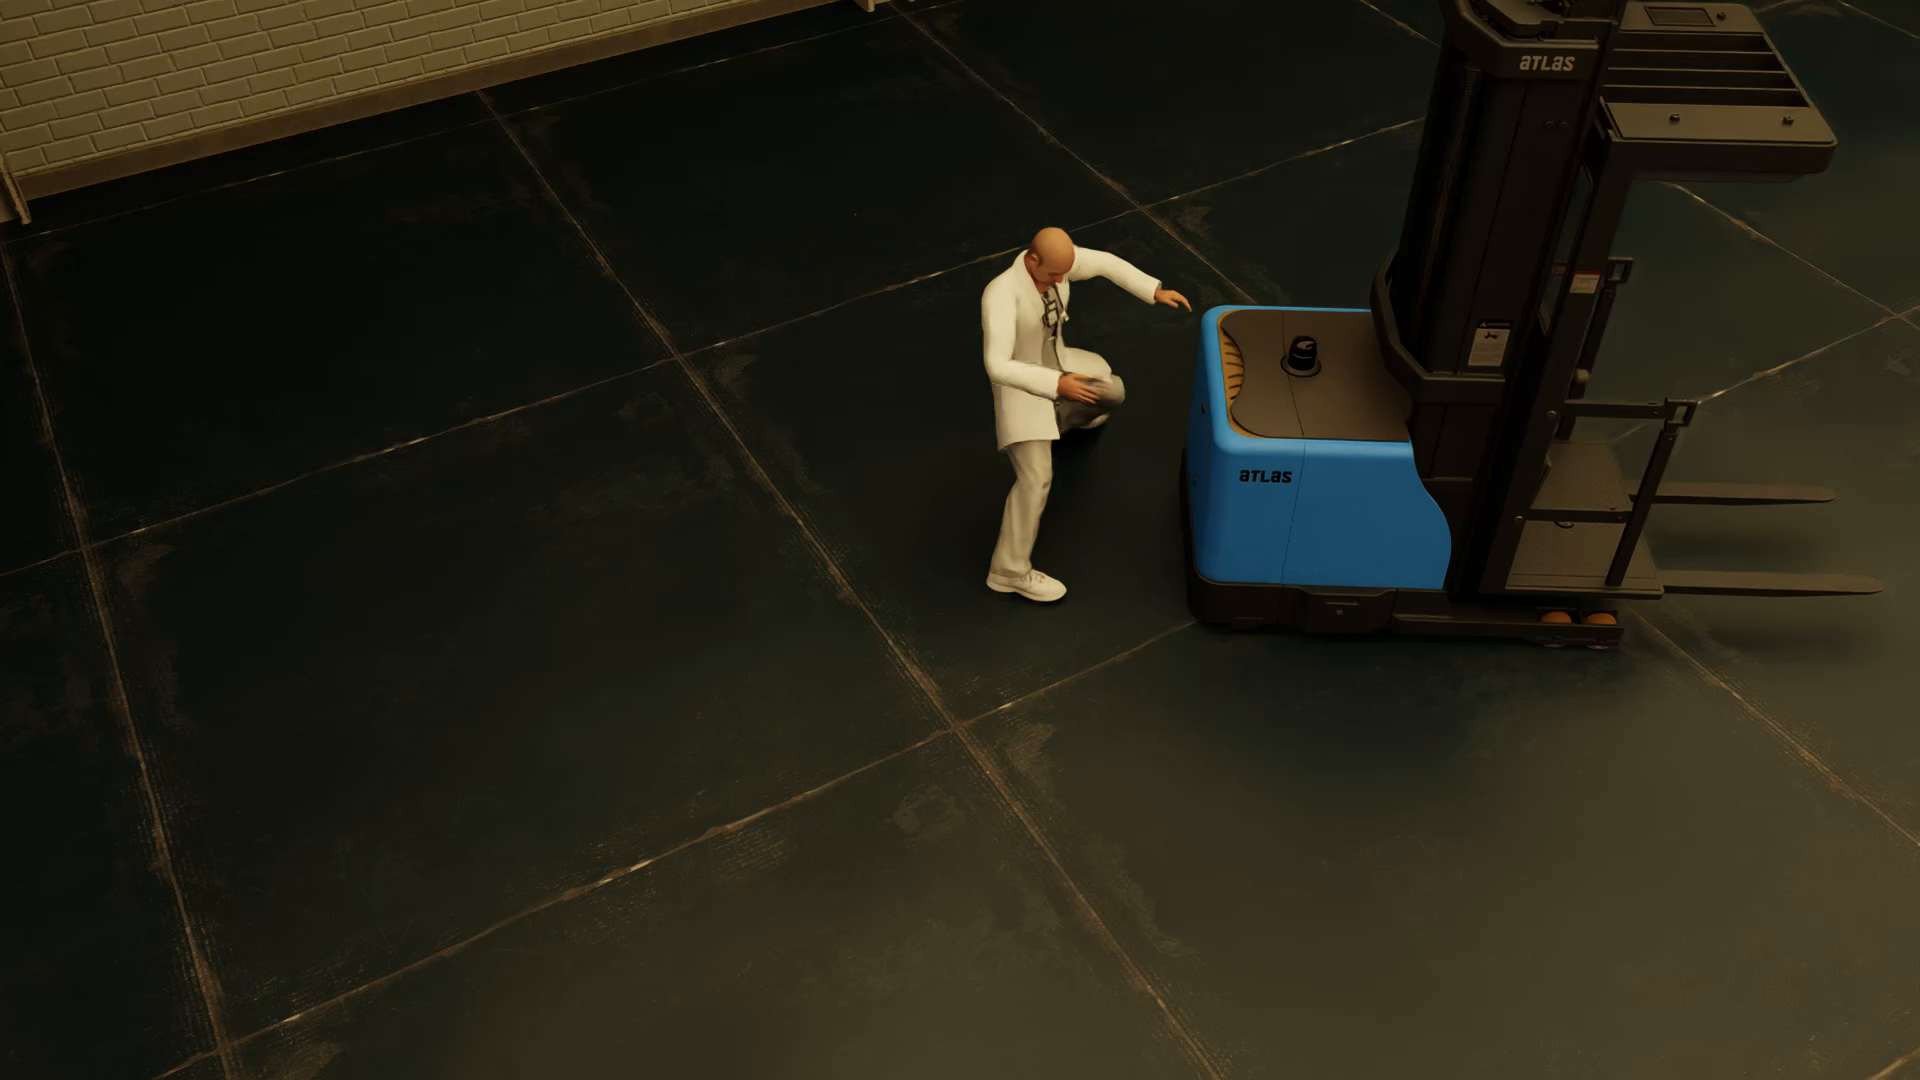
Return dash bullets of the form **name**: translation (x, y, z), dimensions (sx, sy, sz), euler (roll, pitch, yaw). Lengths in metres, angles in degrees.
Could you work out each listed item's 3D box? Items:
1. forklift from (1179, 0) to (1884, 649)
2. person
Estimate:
- **forklift**: translation (2.554, -0.966, 6.740), dimensions (3.031, 2.935, 1.130), euler (2, 43, 2)
- **person**: translation (0.507, -0.727, 7.498), dimensions (0.756, 1.547, 1.353), euler (29, 50, 28)
